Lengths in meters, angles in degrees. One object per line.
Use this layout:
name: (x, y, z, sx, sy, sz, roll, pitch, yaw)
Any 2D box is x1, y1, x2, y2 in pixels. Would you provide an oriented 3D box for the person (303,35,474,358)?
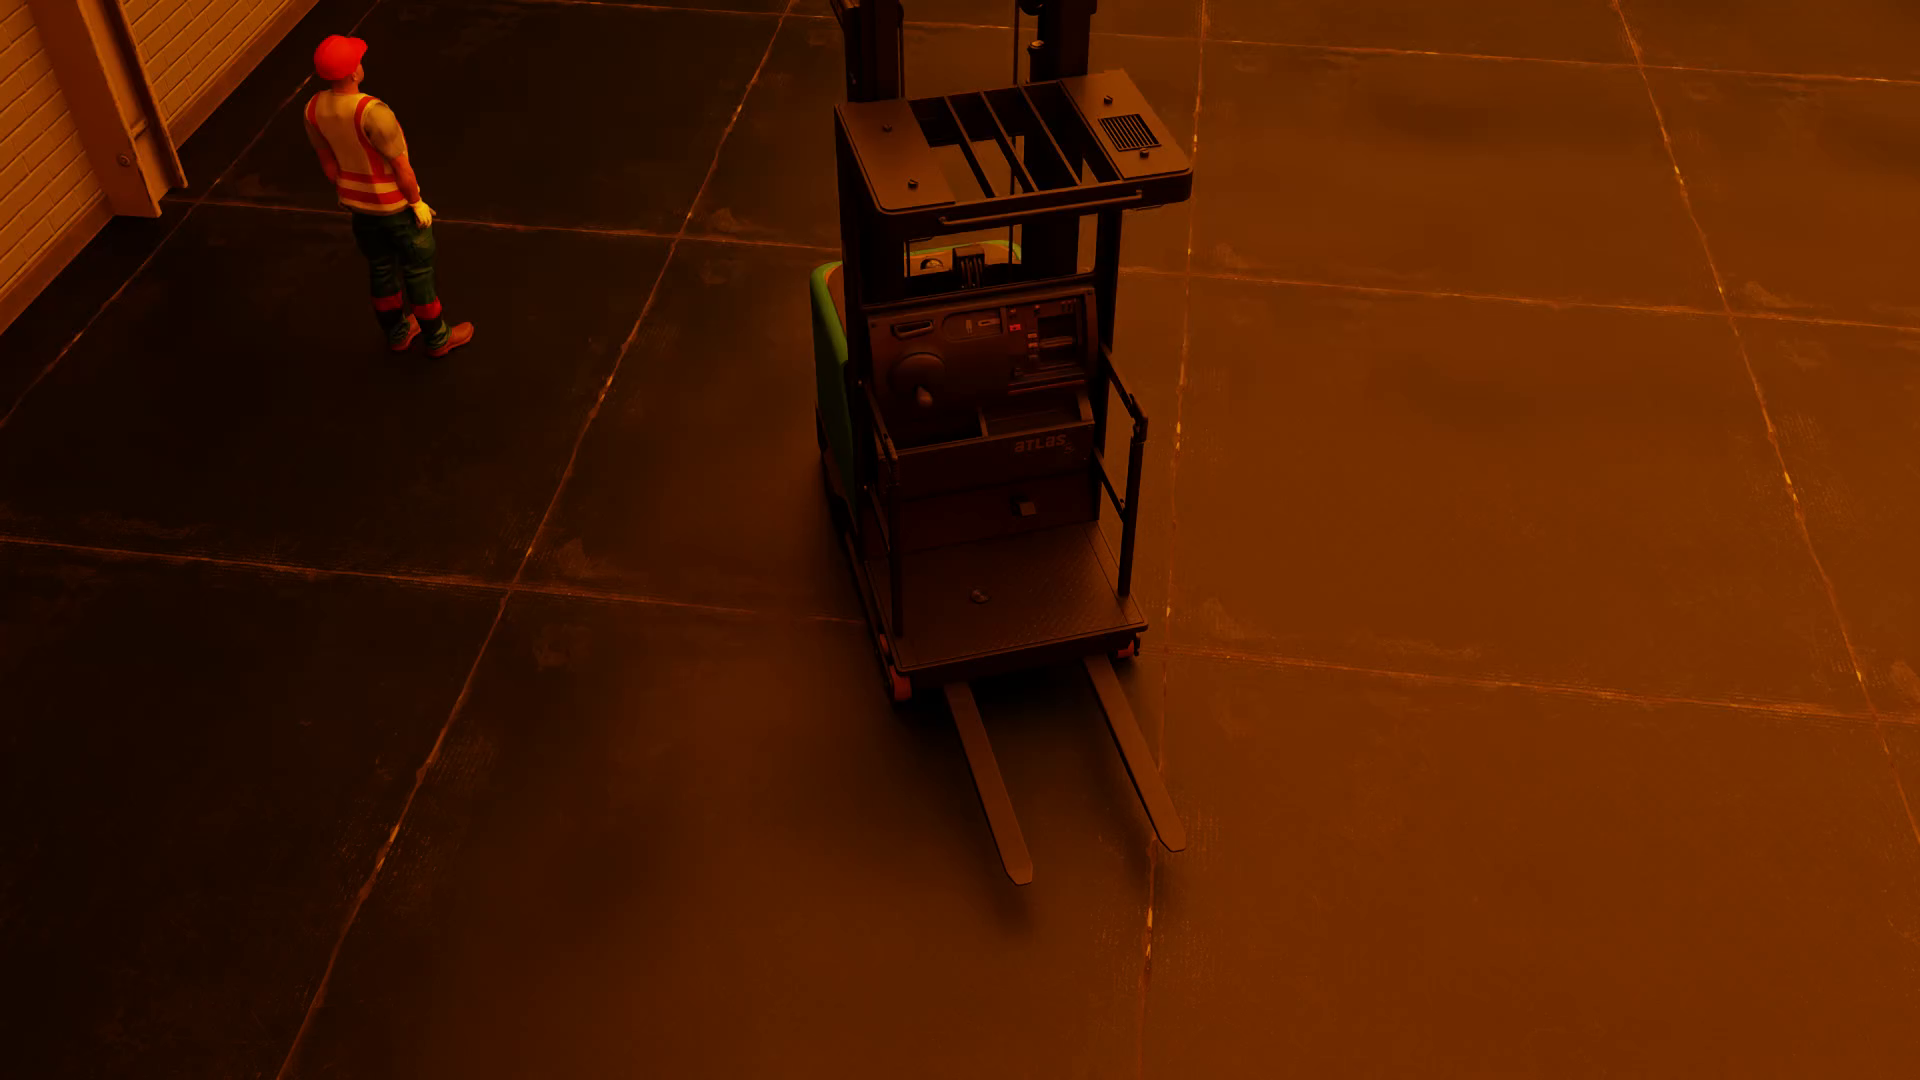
person: (-2.929, -1.735, 8.458, 0.535, 1.794, 0.375, 13, 44, 14)

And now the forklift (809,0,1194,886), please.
forklift: (0.153, -0.681, 6.465, 1.130, 2.935, 3.031, -10, 44, -11)
